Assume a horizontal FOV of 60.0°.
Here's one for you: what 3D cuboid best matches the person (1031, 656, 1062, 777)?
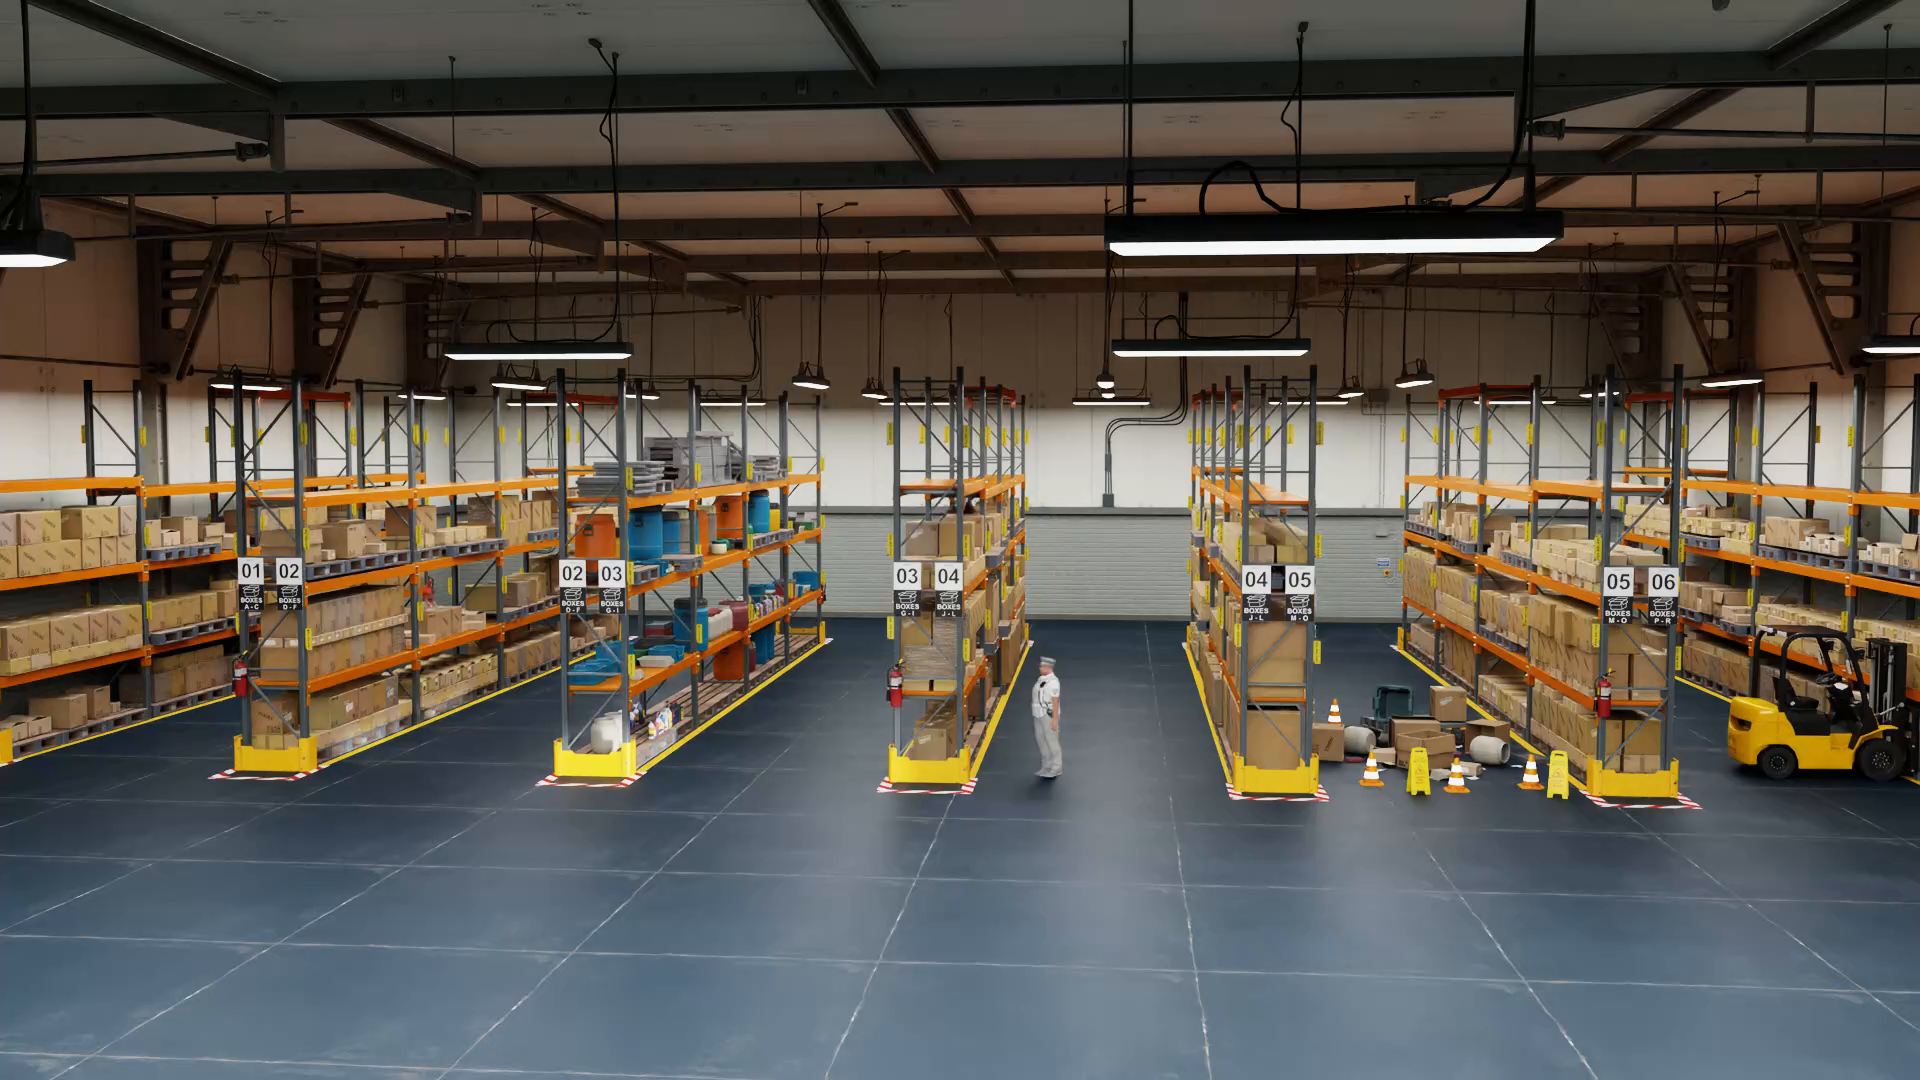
[{"bbox_3d":[1.272,2.613,24.480,0.419,1.806,0.669,-1,4,-22],"label":"person"}]

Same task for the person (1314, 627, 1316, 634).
[{"bbox_3d":[8.414,1.673,40.696,0.555,1.575,0.420,0,4,-2],"label":"person"}]

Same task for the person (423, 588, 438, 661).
[{"bbox_3d":[-11.237,1.908,35.421,0.457,1.800,0.578,0,4,0],"label":"person"}]
